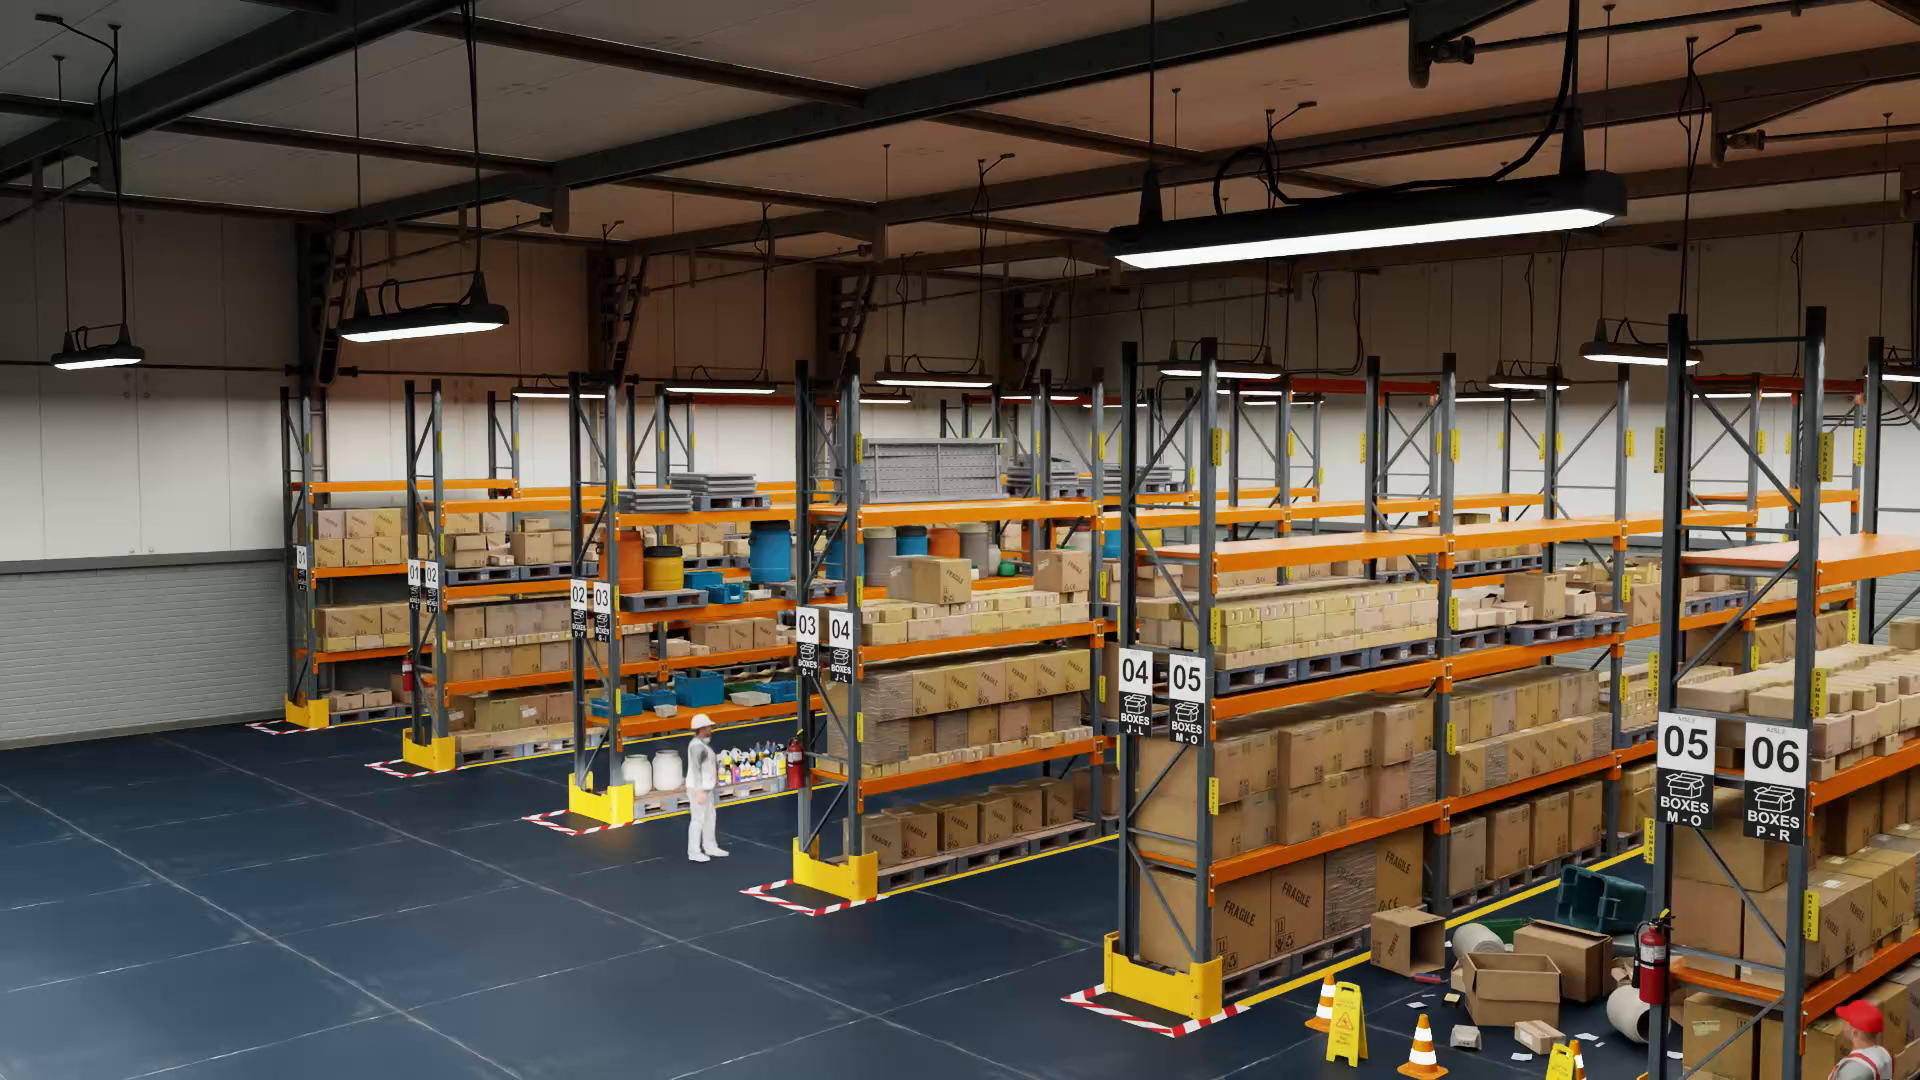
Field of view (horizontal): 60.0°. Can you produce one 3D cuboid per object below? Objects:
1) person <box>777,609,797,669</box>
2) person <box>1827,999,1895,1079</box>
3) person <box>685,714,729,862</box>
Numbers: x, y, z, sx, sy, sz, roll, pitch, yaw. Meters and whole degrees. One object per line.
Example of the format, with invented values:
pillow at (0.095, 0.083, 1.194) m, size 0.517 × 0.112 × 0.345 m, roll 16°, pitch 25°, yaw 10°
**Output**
person at (-3.565, 2.056, 34.817) m, size 0.565 × 1.749 × 0.599 m, roll -2°, pitch 4°, yaw -24°
person at (5.418, 3.646, 9.976) m, size 0.917 × 1.772 × 0.493 m, roll 1°, pitch 4°, yaw 20°
person at (-3.078, 3.004, 20.164) m, size 0.486 × 1.795 × 0.612 m, roll 0°, pitch 4°, yaw 0°
